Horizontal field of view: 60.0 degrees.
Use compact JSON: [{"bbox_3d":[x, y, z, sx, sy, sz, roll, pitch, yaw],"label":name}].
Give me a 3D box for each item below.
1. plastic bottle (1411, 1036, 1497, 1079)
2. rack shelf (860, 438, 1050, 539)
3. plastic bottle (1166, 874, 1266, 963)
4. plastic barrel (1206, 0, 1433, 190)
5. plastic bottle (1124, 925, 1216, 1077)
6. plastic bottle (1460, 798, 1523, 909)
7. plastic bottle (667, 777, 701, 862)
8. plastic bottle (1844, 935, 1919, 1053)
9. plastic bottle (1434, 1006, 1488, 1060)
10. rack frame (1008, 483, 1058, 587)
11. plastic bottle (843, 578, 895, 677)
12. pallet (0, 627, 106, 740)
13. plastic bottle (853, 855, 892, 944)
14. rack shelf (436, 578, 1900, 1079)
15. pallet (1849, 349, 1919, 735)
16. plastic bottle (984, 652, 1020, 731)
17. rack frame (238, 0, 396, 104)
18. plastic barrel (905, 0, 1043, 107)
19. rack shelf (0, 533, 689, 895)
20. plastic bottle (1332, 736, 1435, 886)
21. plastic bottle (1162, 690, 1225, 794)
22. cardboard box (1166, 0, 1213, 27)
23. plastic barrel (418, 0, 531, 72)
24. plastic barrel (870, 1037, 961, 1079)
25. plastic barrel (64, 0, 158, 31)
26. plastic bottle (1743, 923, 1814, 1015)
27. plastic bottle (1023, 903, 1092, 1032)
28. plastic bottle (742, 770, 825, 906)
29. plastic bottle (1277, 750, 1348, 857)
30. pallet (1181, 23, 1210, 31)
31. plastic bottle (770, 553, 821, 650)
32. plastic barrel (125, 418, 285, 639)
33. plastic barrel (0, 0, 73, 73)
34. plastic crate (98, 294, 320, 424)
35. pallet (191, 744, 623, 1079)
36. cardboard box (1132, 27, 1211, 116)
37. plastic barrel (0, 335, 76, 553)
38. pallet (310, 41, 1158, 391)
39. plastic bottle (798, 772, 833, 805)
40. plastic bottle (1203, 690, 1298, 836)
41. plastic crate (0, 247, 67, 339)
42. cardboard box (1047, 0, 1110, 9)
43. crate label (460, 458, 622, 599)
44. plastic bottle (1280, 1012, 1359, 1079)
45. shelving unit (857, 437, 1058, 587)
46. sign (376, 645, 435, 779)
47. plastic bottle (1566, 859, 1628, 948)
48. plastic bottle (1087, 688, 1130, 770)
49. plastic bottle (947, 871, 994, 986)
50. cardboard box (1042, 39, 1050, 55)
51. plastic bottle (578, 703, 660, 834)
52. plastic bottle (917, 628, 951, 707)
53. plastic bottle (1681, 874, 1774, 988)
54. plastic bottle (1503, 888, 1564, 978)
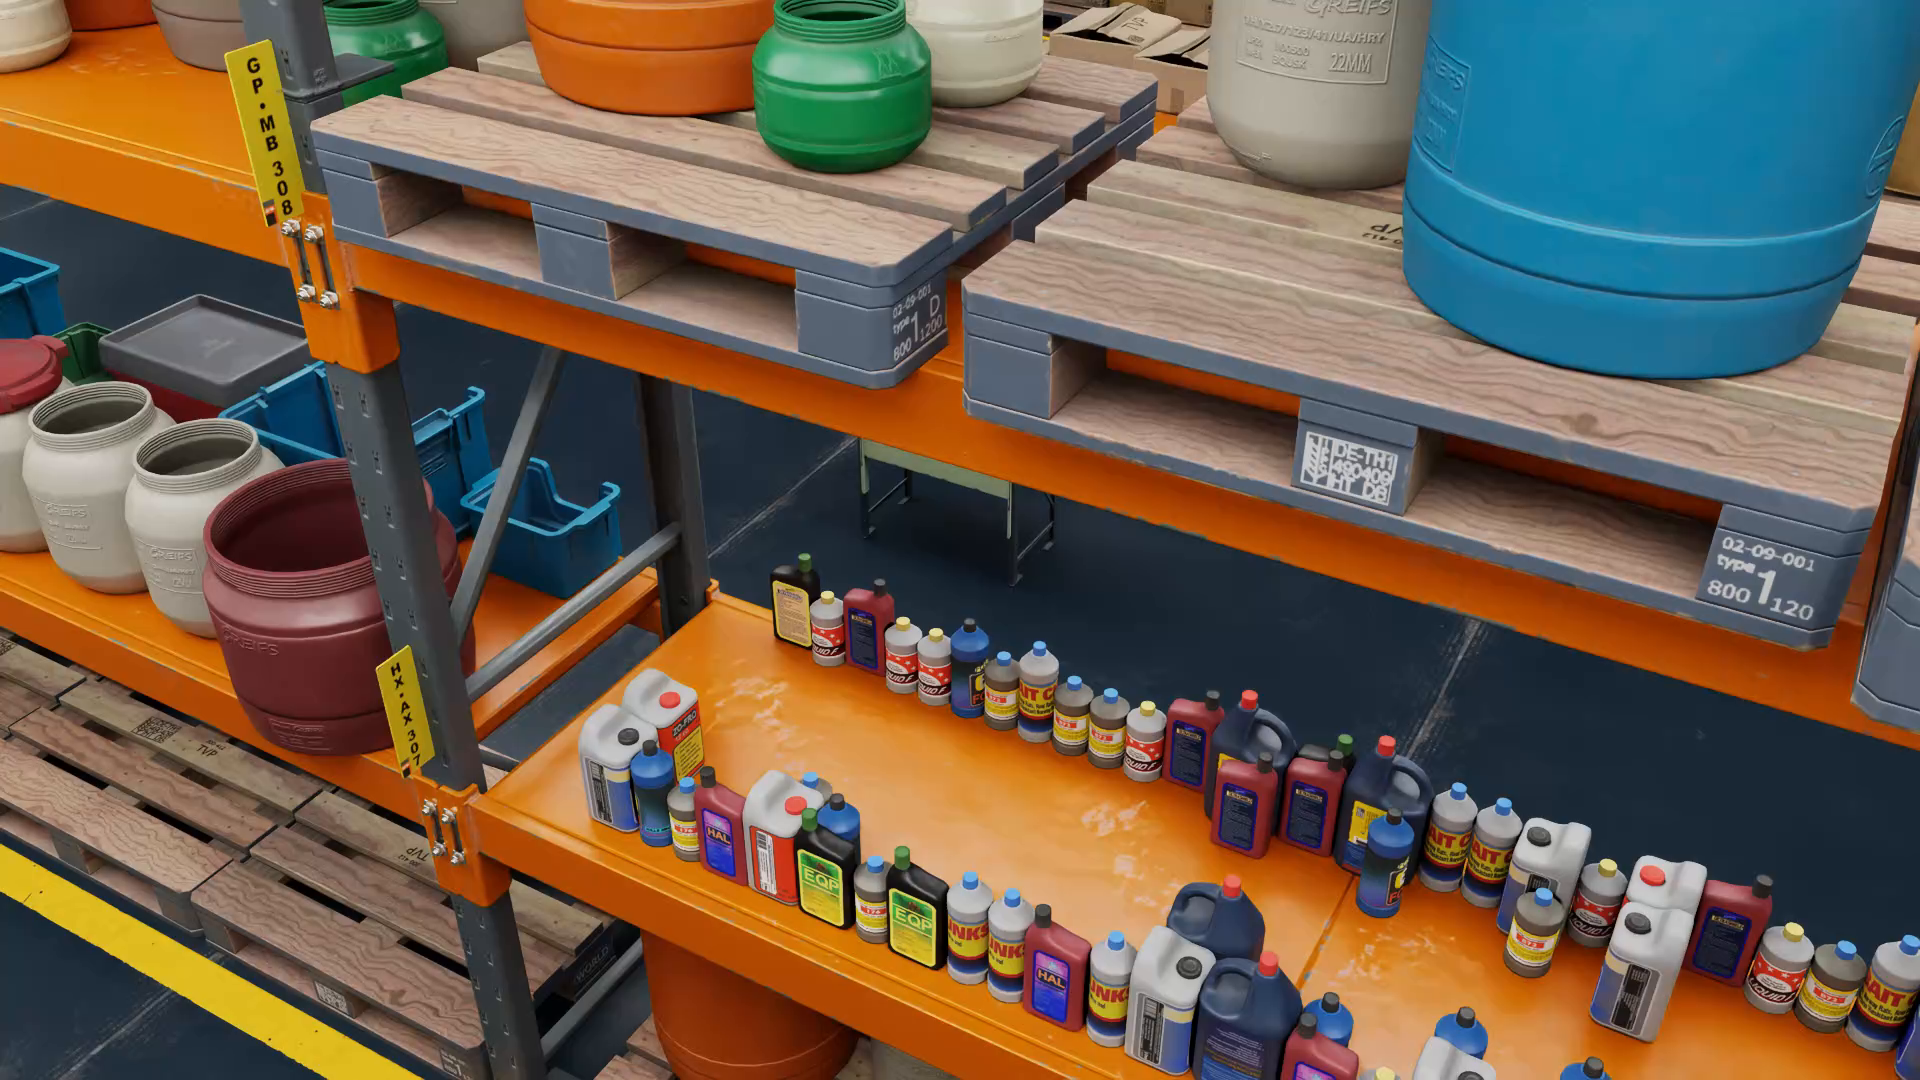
[{"bbox_3d":[0.898,1.056,3.070,0.135,0.276,0.152,18,37,24],"label":"plastic bottle"},{"bbox_3d":[-0.006,-0.355,7.018,0.720,0.370,0.431,18,37,24],"label":"rack shelf"},{"bbox_3d":[0.516,0.809,3.373,0.185,0.351,0.144,18,37,24],"label":"plastic bottle"},{"bbox_3d":[0.615,-0.868,2.639,0.433,0.535,0.433,0,34,0],"label":"plastic barrel"},{"bbox_3d":[0.420,0.905,3.297,0.135,0.276,0.152,18,37,24],"label":"plastic bottle"},{"bbox_3d":[1.169,0.677,3.644,0.097,0.271,0.097,0,34,0],"label":"plastic bottle"},{"bbox_3d":[-0.612,0.626,3.783,0.097,0.201,0.097,0,34,0],"label":"plastic bottle"},{"bbox_3d":[1.856,0.894,3.317,0.097,0.271,0.097,0,34,0],"label":"plastic bottle"},{"bbox_3d":[0.944,0.993,3.169,0.097,0.271,0.097,0,34,0],"label":"plastic bottle"},{"bbox_3d":[0.312,-0.525,6.686,0.023,1.500,0.400,18,37,24],"label":"rack frame"},{"bbox_3d":[-0.236,0.215,4.326,0.133,0.283,0.061,18,37,24],"label":"plastic bottle"},{"bbox_3d":[-3.771,0.455,6.376,1.213,0.211,1.003,18,37,24],"label":"pallet"},{"bbox_3d":[-0.179,0.763,3.577,0.097,0.201,0.097,0,34,0],"label":"plastic bottle"},{"bbox_3d":[0.737,1.046,3.621,4.000,0.370,1.077,18,37,24],"label":"rack shelf"},{"bbox_3d":[1.745,-0.041,2.070,1.003,0.211,1.213,18,37,24],"label":"pallet"},{"bbox_3d":[0.109,0.370,4.167,0.097,0.201,0.097,0,34,0],"label":"plastic bottle"},{"bbox_3d":[-0.999,-2.300,2.585,0.127,3.000,1.000,18,37,24],"label":"rack frame"},{"bbox_3d":[0.004,-0.944,3.001,0.301,0.262,0.301,0,34,0],"label":"plastic barrel"},{"bbox_3d":[-2.736,-0.054,5.273,4.000,0.370,1.077,18,37,24],"label":"rack shelf"},{"bbox_3d":[0.950,0.589,3.703,0.185,0.351,0.144,18,37,24],"label":"plastic bottle"},{"bbox_3d":[0.556,0.466,3.949,0.133,0.283,0.061,18,37,24],"label":"plastic bottle"},{"bbox_3d":[1.987,-4.341,12.921,0.500,0.500,0.700,18,38,25],"label":"cardboard box"},{"bbox_3d":[-1.117,-1.331,3.735,0.421,0.512,0.421,0,34,0],"label":"plastic barrel"},{"bbox_3d":[-0.031,1.296,4.463,0.421,0.512,0.421,0,34,0],"label":"plastic barrel"},{"bbox_3d":[-2.172,-1.740,4.064,0.708,0.830,0.600,18,37,24],"label":"plastic barrel"},{"bbox_3d":[1.687,0.870,3.417,0.097,0.201,0.097,0,34,0],"label":"plastic bottle"},{"bbox_3d":[0.197,0.860,3.358,0.133,0.283,0.061,18,37,24],"label":"plastic bottle"},{"bbox_3d":[-0.382,0.650,3.679,0.135,0.276,0.152,18,37,24],"label":"plastic bottle"},{"bbox_3d":[0.802,0.583,3.774,0.133,0.283,0.061,18,37,24],"label":"plastic bottle"},{"bbox_3d":[2.184,-3.961,13.009,1.213,0.211,1.003,18,37,24],"label":"pallet"},{"bbox_3d":[-0.436,0.152,4.421,0.133,0.283,0.061,18,37,24],"label":"plastic bottle"},{"bbox_3d":[-1.998,-0.030,4.487,0.421,0.512,0.421,0,34,0],"label":"plastic barrel"},{"bbox_3d":[-2.219,-1.231,3.811,0.301,0.262,0.301,0,34,0],"label":"plastic barrel"},{"bbox_3d":[-2.250,-0.421,5.119,0.583,0.464,0.402,18,37,24],"label":"plastic crate"},{"bbox_3d":[-1.652,1.126,5.369,1.213,0.211,1.003,18,37,24],"label":"pallet"},{"bbox_3d":[1.168,-2.270,8.032,0.500,0.311,0.500,20,39,27],"label":"cardboard box"},{"bbox_3d":[-2.738,-0.270,4.827,0.433,0.535,0.433,0,34,0],"label":"plastic barrel"},{"bbox_3d":[-0.384,-0.715,3.082,1.213,0.211,1.003,18,37,24],"label":"pallet"},{"bbox_3d":[-0.336,0.616,3.797,0.097,0.201,0.097,0,34,0],"label":"plastic bottle"},{"bbox_3d":[0.674,0.502,3.835,0.185,0.351,0.144,18,37,24],"label":"plastic bottle"},{"bbox_3d":[-3.360,-0.743,5.673,0.575,0.384,0.392,18,37,24],"label":"plastic crate"},{"bbox_3d":[1.091,-4.619,13.338,0.500,0.500,0.700,19,38,26],"label":"cardboard box"},{"bbox_3d":[-1.179,-0.030,4.739,0.416,0.233,0.303,18,37,24],"label":"crate label"},{"bbox_3d":[0.674,1.011,3.130,0.133,0.283,0.061,18,37,24],"label":"plastic bottle"},{"bbox_3d":[-0.006,-0.626,6.837,0.755,1.500,0.431,18,37,24],"label":"shelving unit"},{"bbox_3d":[-1.266,0.396,3.802,0.005,0.325,0.100,18,37,24],"label":"sign"},{"bbox_3d":[1.370,0.769,3.567,0.097,0.201,0.097,0,34,0],"label":"plastic bottle"},{"bbox_3d":[0.362,0.450,4.047,0.097,0.201,0.097,0,34,0],"label":"plastic bottle"},{"bbox_3d":[0.021,0.798,3.462,0.097,0.271,0.097,0,34,0],"label":"plastic bottle"},{"bbox_3d":[0.327,-2.405,8.381,0.250,0.149,0.380,21,39,28],"label":"cardboard box"},{"bbox_3d":[-0.784,0.523,3.870,0.135,0.276,0.152,18,37,24],"label":"plastic bottle"},{"bbox_3d":[-0.060,0.316,4.248,0.097,0.201,0.097,0,34,0],"label":"plastic bottle"},{"bbox_3d":[1.596,0.795,3.455,0.133,0.283,0.061,18,37,24],"label":"plastic bottle"},{"bbox_3d":[1.210,0.816,3.498,0.097,0.201,0.097,0,34,0],"label":"plastic bottle"}]
